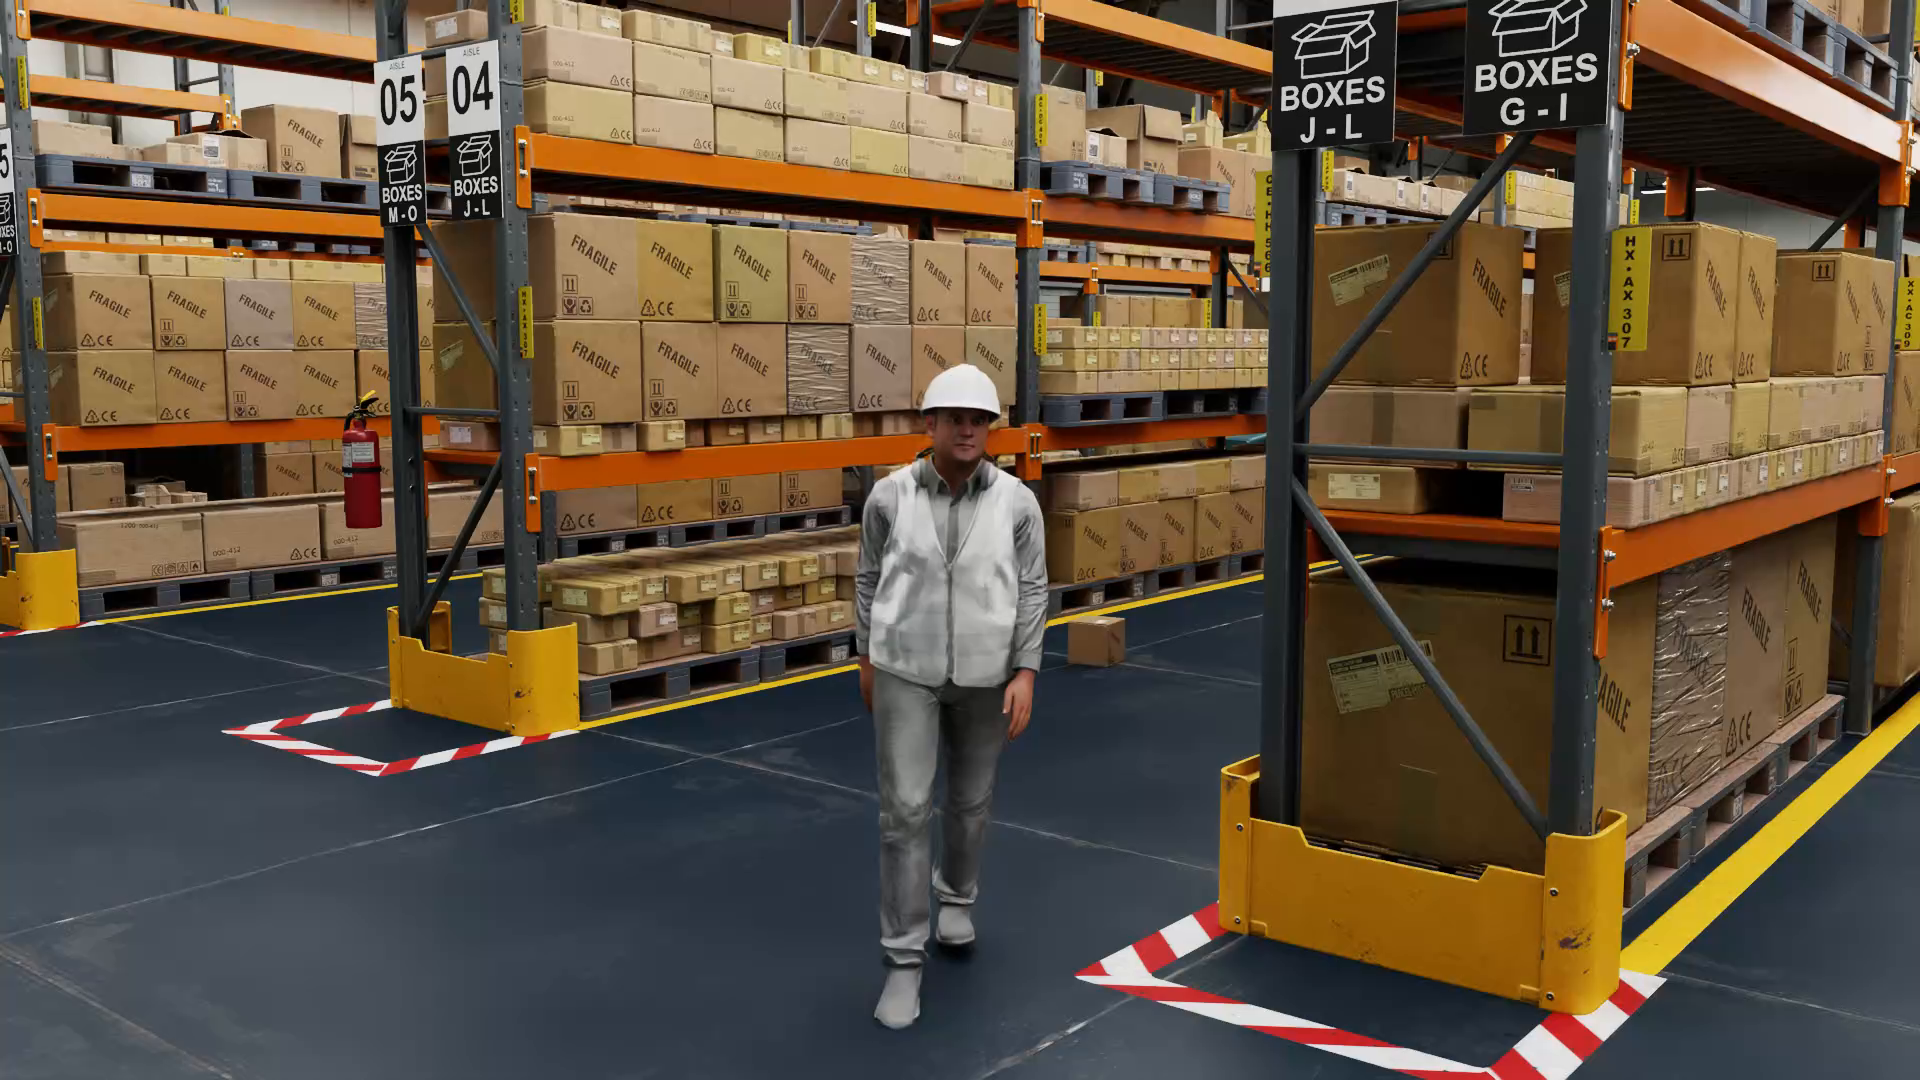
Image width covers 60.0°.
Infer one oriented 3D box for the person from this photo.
[{"bbox_3d":[-0.021,0.399,4.777,0.546,1.800,0.788,-1,7,-7],"label":"person"}]
